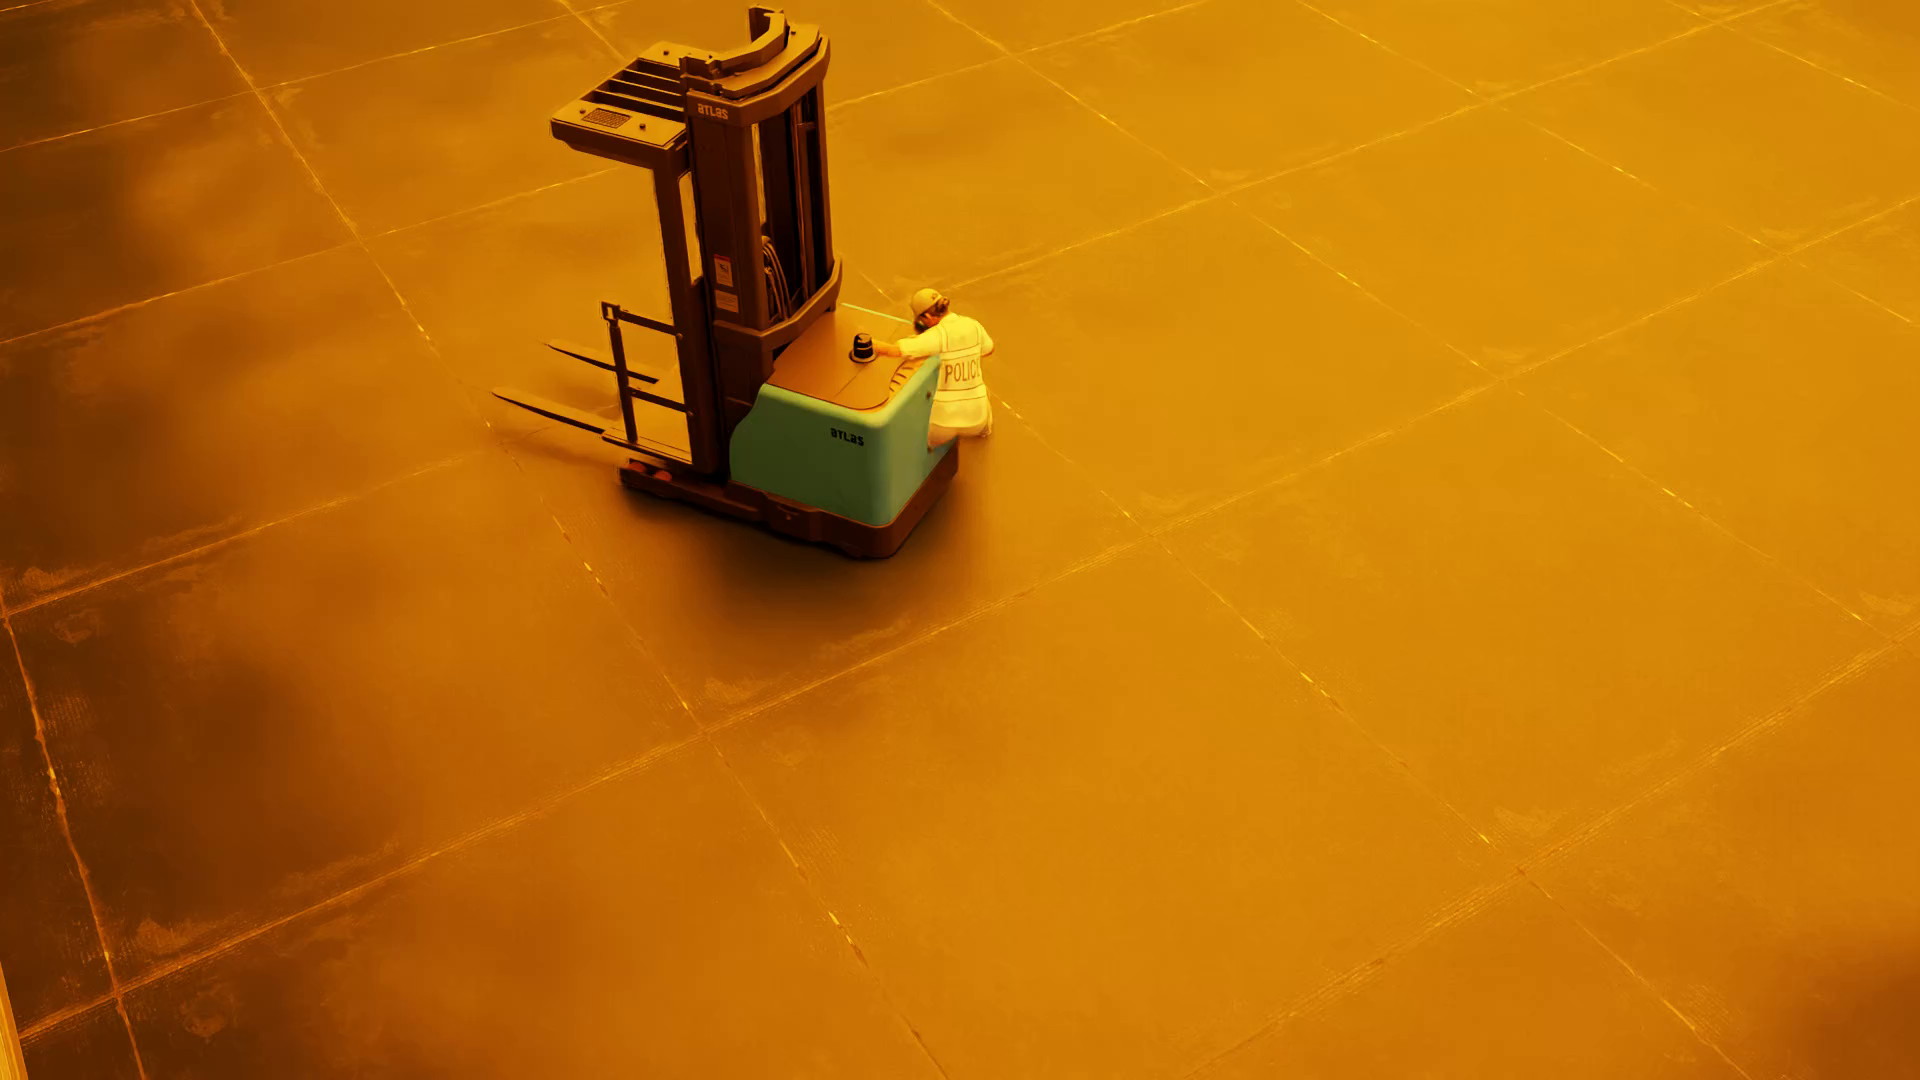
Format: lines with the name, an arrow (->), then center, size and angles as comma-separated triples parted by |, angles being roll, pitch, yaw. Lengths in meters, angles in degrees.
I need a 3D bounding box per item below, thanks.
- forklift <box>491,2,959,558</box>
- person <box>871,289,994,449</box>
forklift -> -1.563, -1.665, 9.777 | 3.031, 2.935, 1.130 | 18, 44, 19
person -> -0.191, -0.885, 10.127 | 1.265, 1.341, 0.869 | -19, 45, -21
